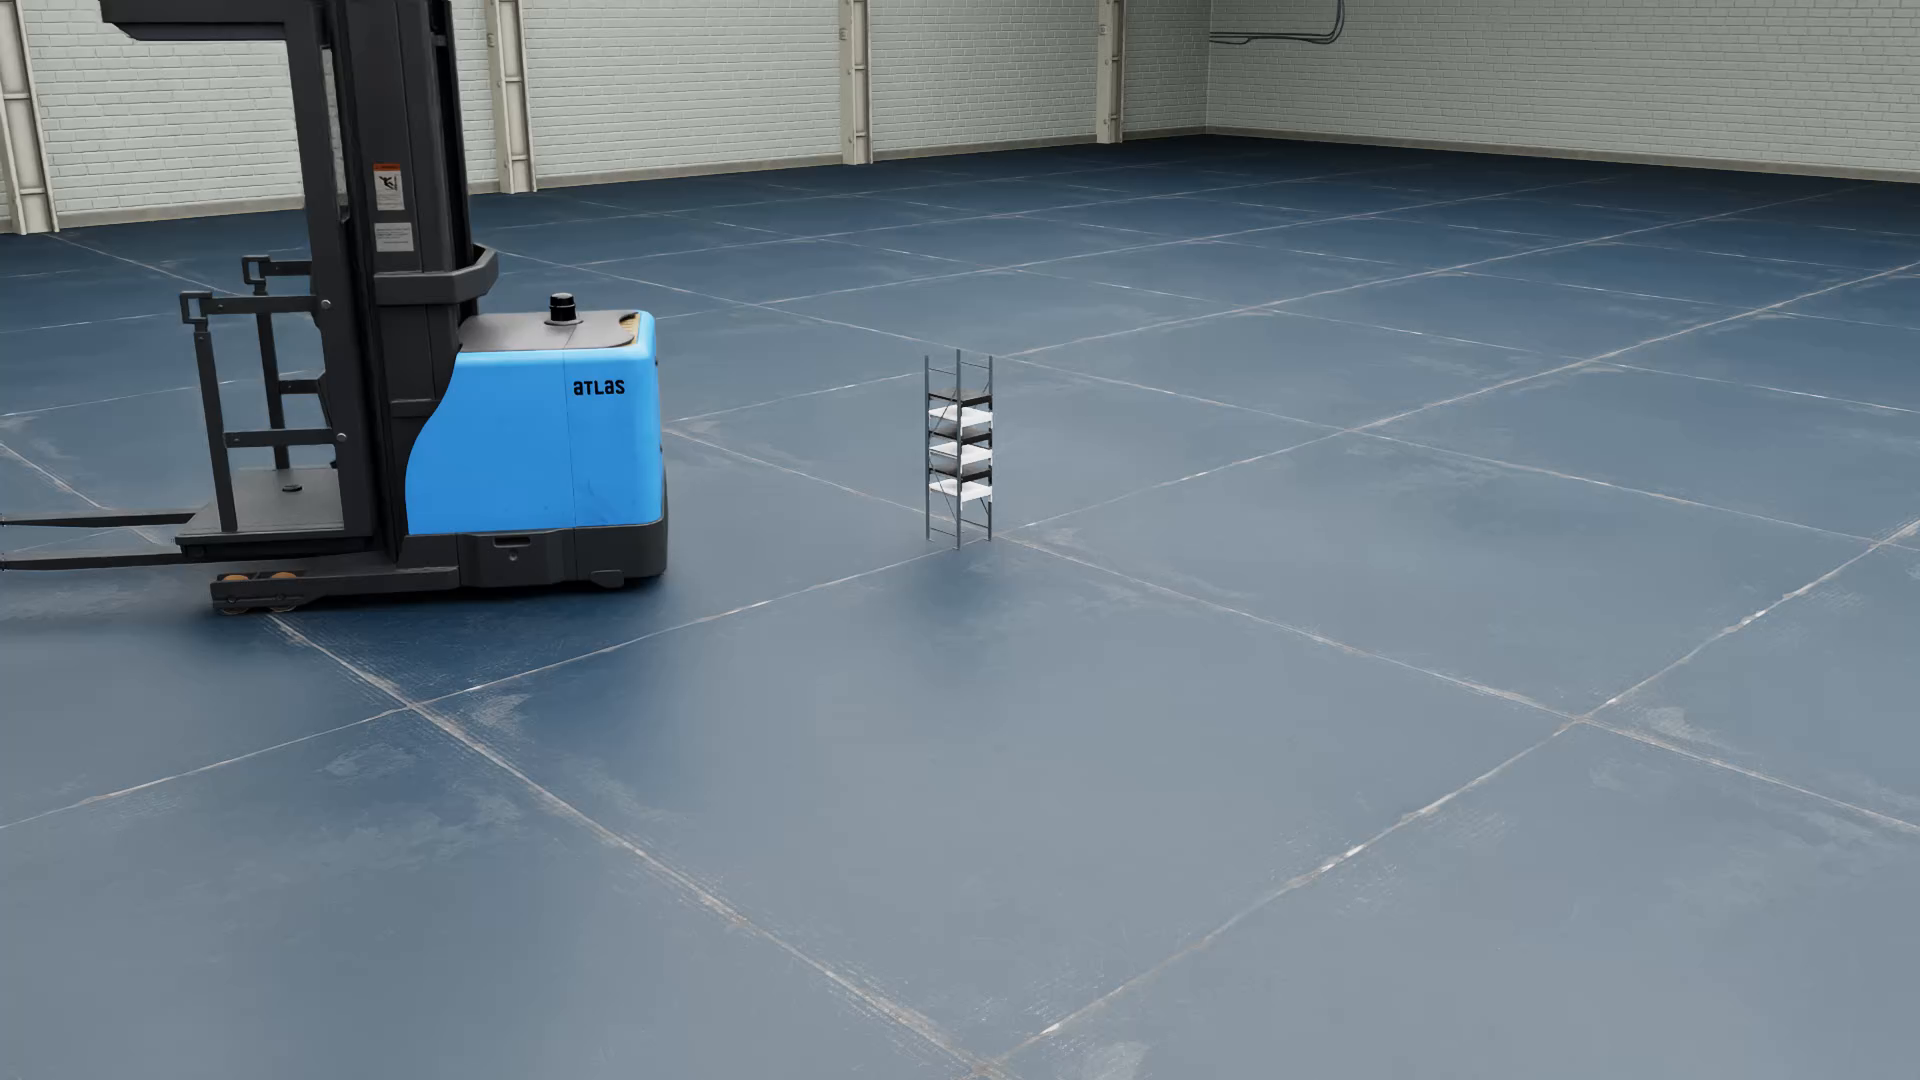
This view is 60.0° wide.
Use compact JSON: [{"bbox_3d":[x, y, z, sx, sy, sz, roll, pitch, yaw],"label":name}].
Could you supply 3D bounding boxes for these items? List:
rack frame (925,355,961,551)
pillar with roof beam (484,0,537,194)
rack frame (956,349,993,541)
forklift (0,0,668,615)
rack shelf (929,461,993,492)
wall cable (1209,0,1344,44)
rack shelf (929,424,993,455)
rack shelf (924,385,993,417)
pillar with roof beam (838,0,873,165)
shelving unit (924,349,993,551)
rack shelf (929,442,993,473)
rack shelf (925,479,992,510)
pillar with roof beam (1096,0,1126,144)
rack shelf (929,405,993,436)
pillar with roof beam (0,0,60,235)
[{"bbox_3d":[-0.080,-0.405,7.774,0.006,0.900,0.240,-16,24,-41],"label":"rack frame"},{"bbox_3d":[-3.037,-8.044,18.203,0.400,9.000,9.100,-16,24,-41],"label":"pillar with roof beam"},{"bbox_3d":[0.068,-0.448,7.907,0.006,0.900,0.240,-16,24,-41],"label":"rack frame"},{"bbox_3d":[-2.861,-1.254,7.100,3.031,2.935,1.130,-3,18,-9],"label":"forklift"},{"bbox_3d":[-0.006,-0.309,7.879,0.200,0.077,0.258,-16,24,-41],"label":"rack shelf"},{"bbox_3d":[5.774,-10.402,30.511,0.112,2.526,3.097,-16,24,-41],"label":"wall cable"},{"bbox_3d":[-0.006,-0.480,7.823,0.200,0.077,0.258,-16,24,-41],"label":"rack shelf"},{"bbox_3d":[-0.006,-0.651,7.768,0.200,0.077,0.258,-16,24,-41],"label":"rack shelf"},{"bbox_3d":[1.323,-9.315,22.124,0.400,9.000,9.100,-16,24,-41],"label":"pillar with roof beam"},{"bbox_3d":[-0.006,-0.426,7.841,0.210,0.900,0.258,-16,24,-41],"label":"shelving unit"},{"bbox_3d":[-0.006,-0.395,7.851,0.200,0.077,0.258,-16,24,-41],"label":"rack shelf"},{"bbox_3d":[-0.006,-0.223,7.906,0.200,0.077,0.258,-16,24,-41],"label":"rack shelf"},{"bbox_3d":[5.683,-10.586,26.046,0.400,9.000,9.100,-16,24,-41],"label":"pillar with roof beam"},{"bbox_3d":[-0.006,-0.566,7.795,0.200,0.077,0.258,-16,24,-41],"label":"rack shelf"},{"bbox_3d":[-7.396,-6.772,14.282,0.400,9.000,9.100,-16,24,-41],"label":"pillar with roof beam"}]
